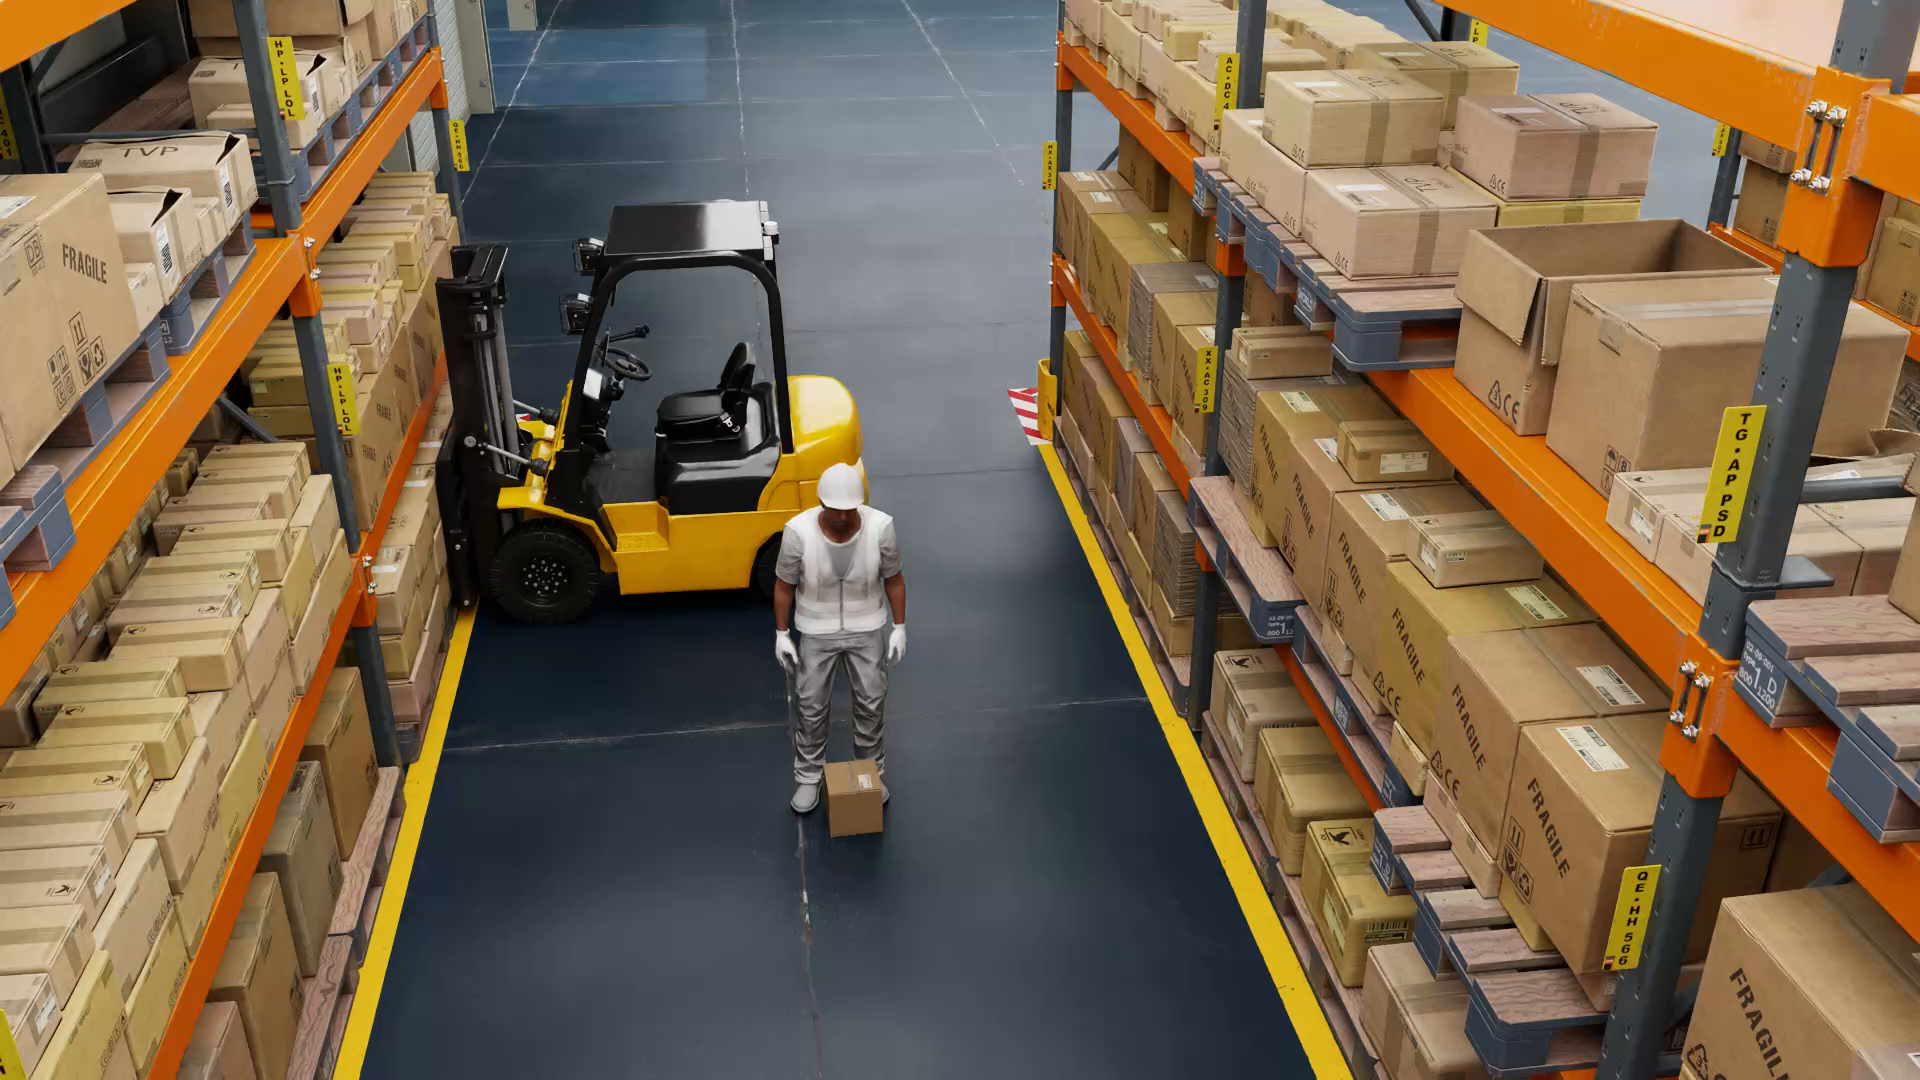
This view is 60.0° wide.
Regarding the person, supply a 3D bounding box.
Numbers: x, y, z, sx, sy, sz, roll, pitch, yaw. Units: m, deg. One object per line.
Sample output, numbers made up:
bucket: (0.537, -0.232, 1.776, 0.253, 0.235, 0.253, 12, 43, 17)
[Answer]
person: (-0.554, 0.441, 7.736, 0.617, 1.774, 0.447, -4, 27, -7)
